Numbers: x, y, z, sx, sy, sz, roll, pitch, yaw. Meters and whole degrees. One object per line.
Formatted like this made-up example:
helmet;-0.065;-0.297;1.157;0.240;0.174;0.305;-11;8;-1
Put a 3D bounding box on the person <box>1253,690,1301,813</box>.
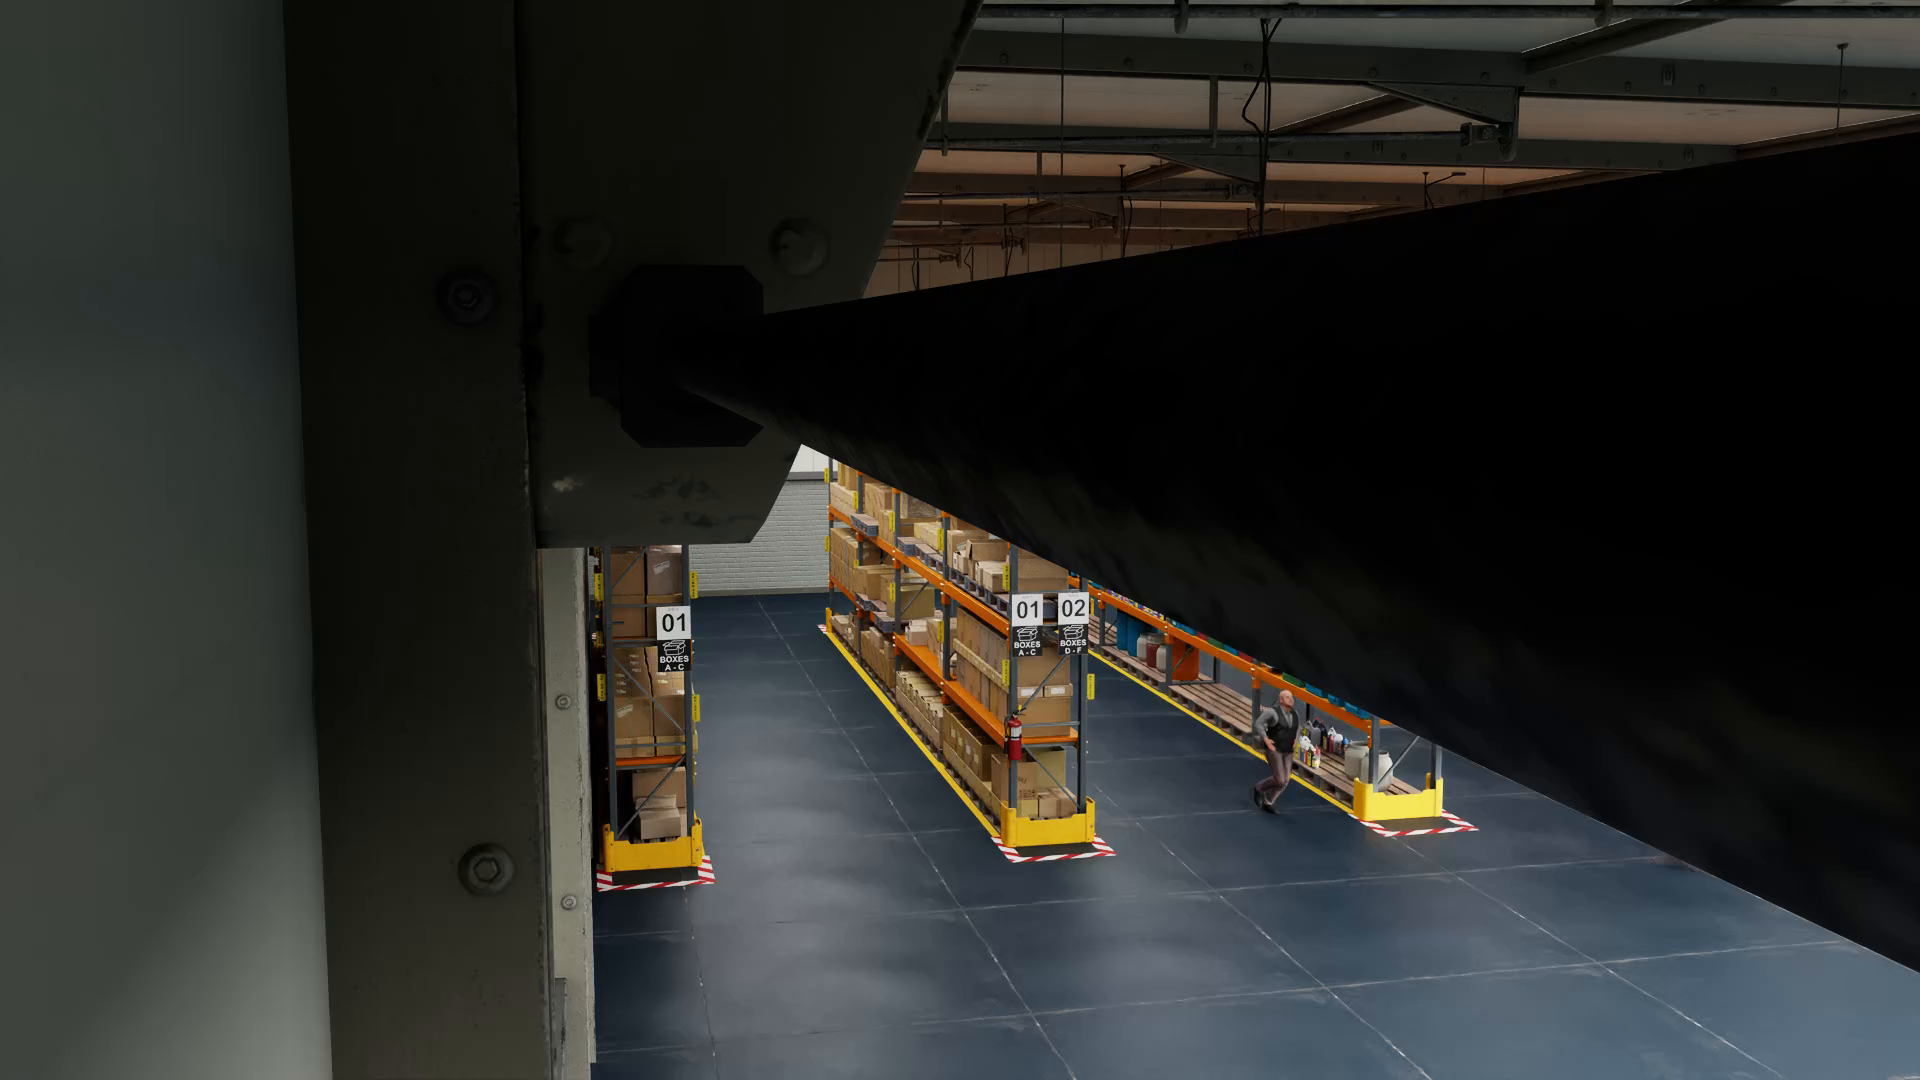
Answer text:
person;4.329;2.847;22.428;0.667;1.667;0.527;-4;8;-29
